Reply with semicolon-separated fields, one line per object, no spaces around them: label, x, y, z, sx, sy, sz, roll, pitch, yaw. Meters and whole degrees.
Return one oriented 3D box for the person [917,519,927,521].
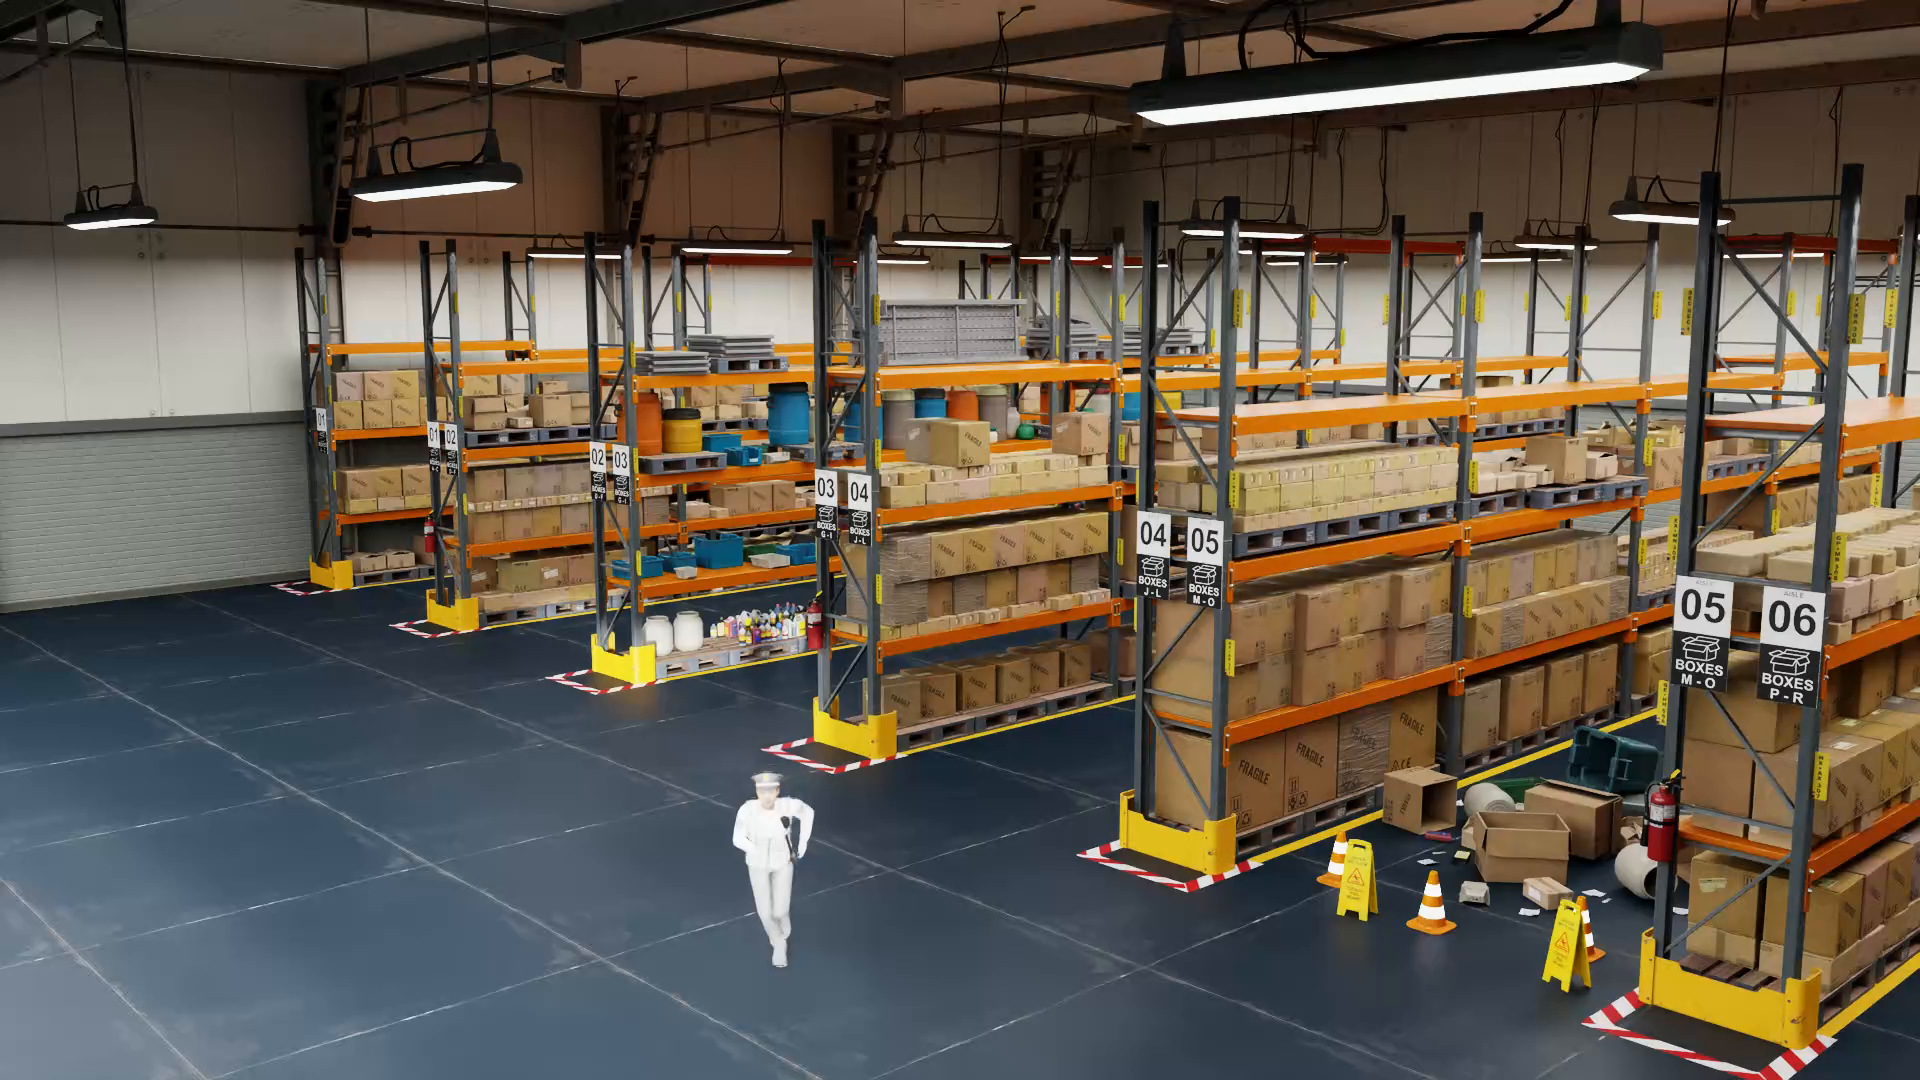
person;-0.749;-0.117;28.218;0.801;1.776;0.649;-8;12;-44

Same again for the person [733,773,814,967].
person;-1.431;2.526;12.745;0.597;1.628;0.660;0;8;0
